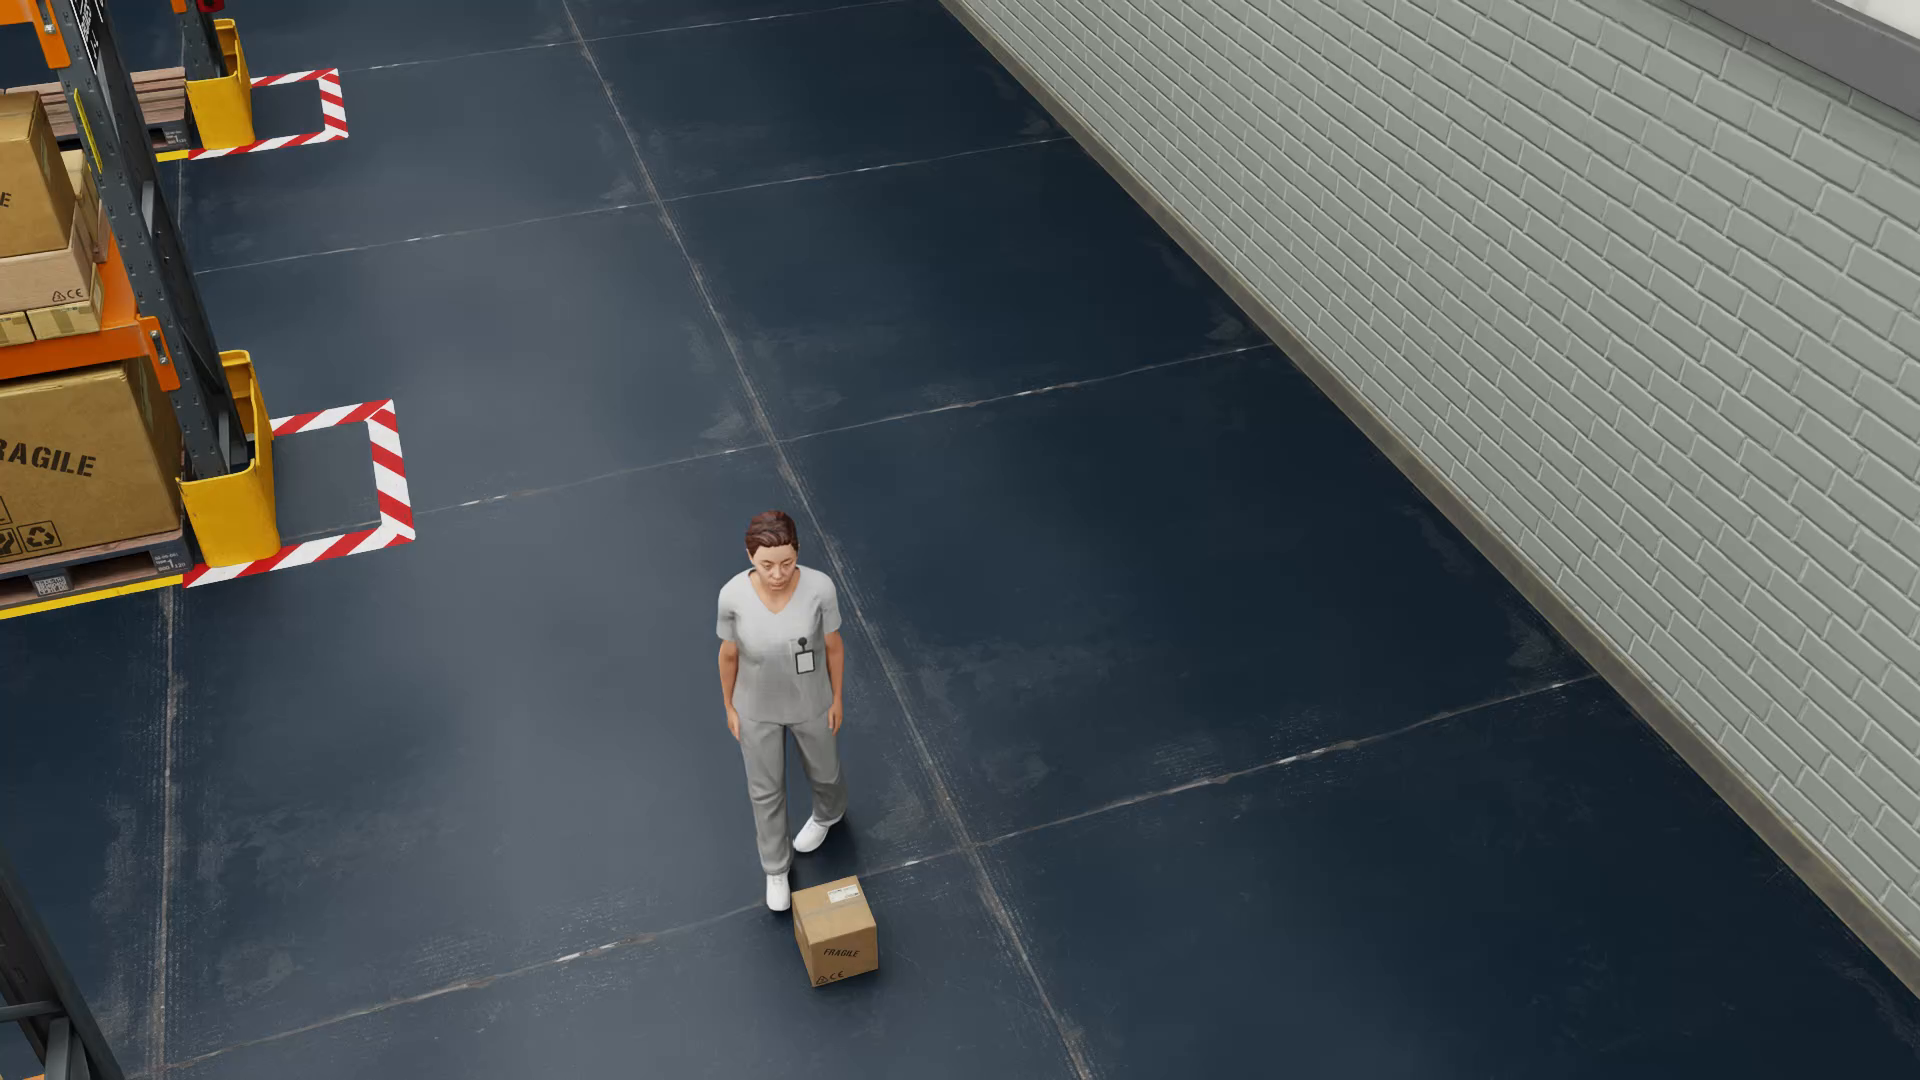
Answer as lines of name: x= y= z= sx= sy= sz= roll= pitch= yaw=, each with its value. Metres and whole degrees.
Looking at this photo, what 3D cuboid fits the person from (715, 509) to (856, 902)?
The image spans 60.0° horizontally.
person: x=-0.622 y=0.589 z=6.009 sx=0.477 sy=1.670 sz=0.478 roll=-7 pitch=38 yaw=-9
